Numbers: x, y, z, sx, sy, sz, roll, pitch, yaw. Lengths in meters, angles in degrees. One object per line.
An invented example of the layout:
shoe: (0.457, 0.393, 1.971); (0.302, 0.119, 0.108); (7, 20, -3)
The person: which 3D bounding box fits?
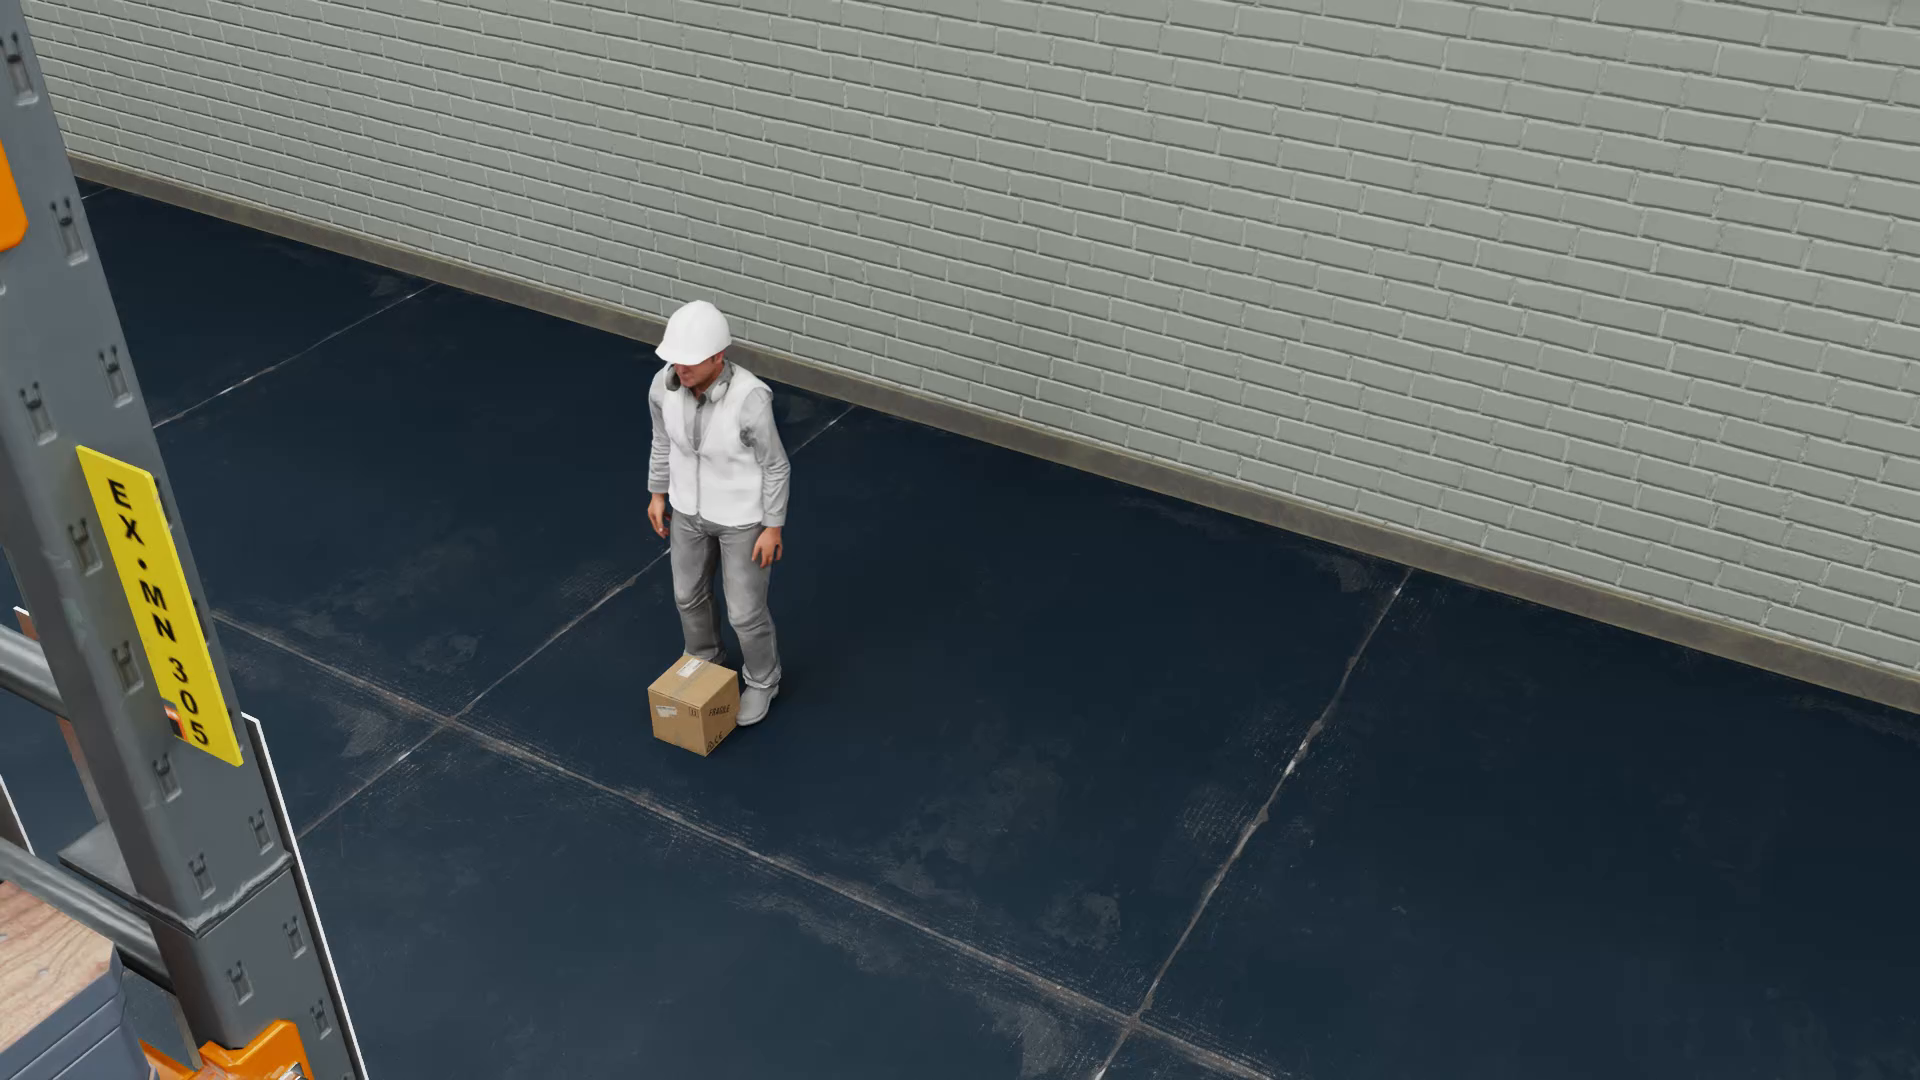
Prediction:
person: (-0.908, -0.111, 6.282); (0.591, 1.773, 0.458); (16, 37, 22)
